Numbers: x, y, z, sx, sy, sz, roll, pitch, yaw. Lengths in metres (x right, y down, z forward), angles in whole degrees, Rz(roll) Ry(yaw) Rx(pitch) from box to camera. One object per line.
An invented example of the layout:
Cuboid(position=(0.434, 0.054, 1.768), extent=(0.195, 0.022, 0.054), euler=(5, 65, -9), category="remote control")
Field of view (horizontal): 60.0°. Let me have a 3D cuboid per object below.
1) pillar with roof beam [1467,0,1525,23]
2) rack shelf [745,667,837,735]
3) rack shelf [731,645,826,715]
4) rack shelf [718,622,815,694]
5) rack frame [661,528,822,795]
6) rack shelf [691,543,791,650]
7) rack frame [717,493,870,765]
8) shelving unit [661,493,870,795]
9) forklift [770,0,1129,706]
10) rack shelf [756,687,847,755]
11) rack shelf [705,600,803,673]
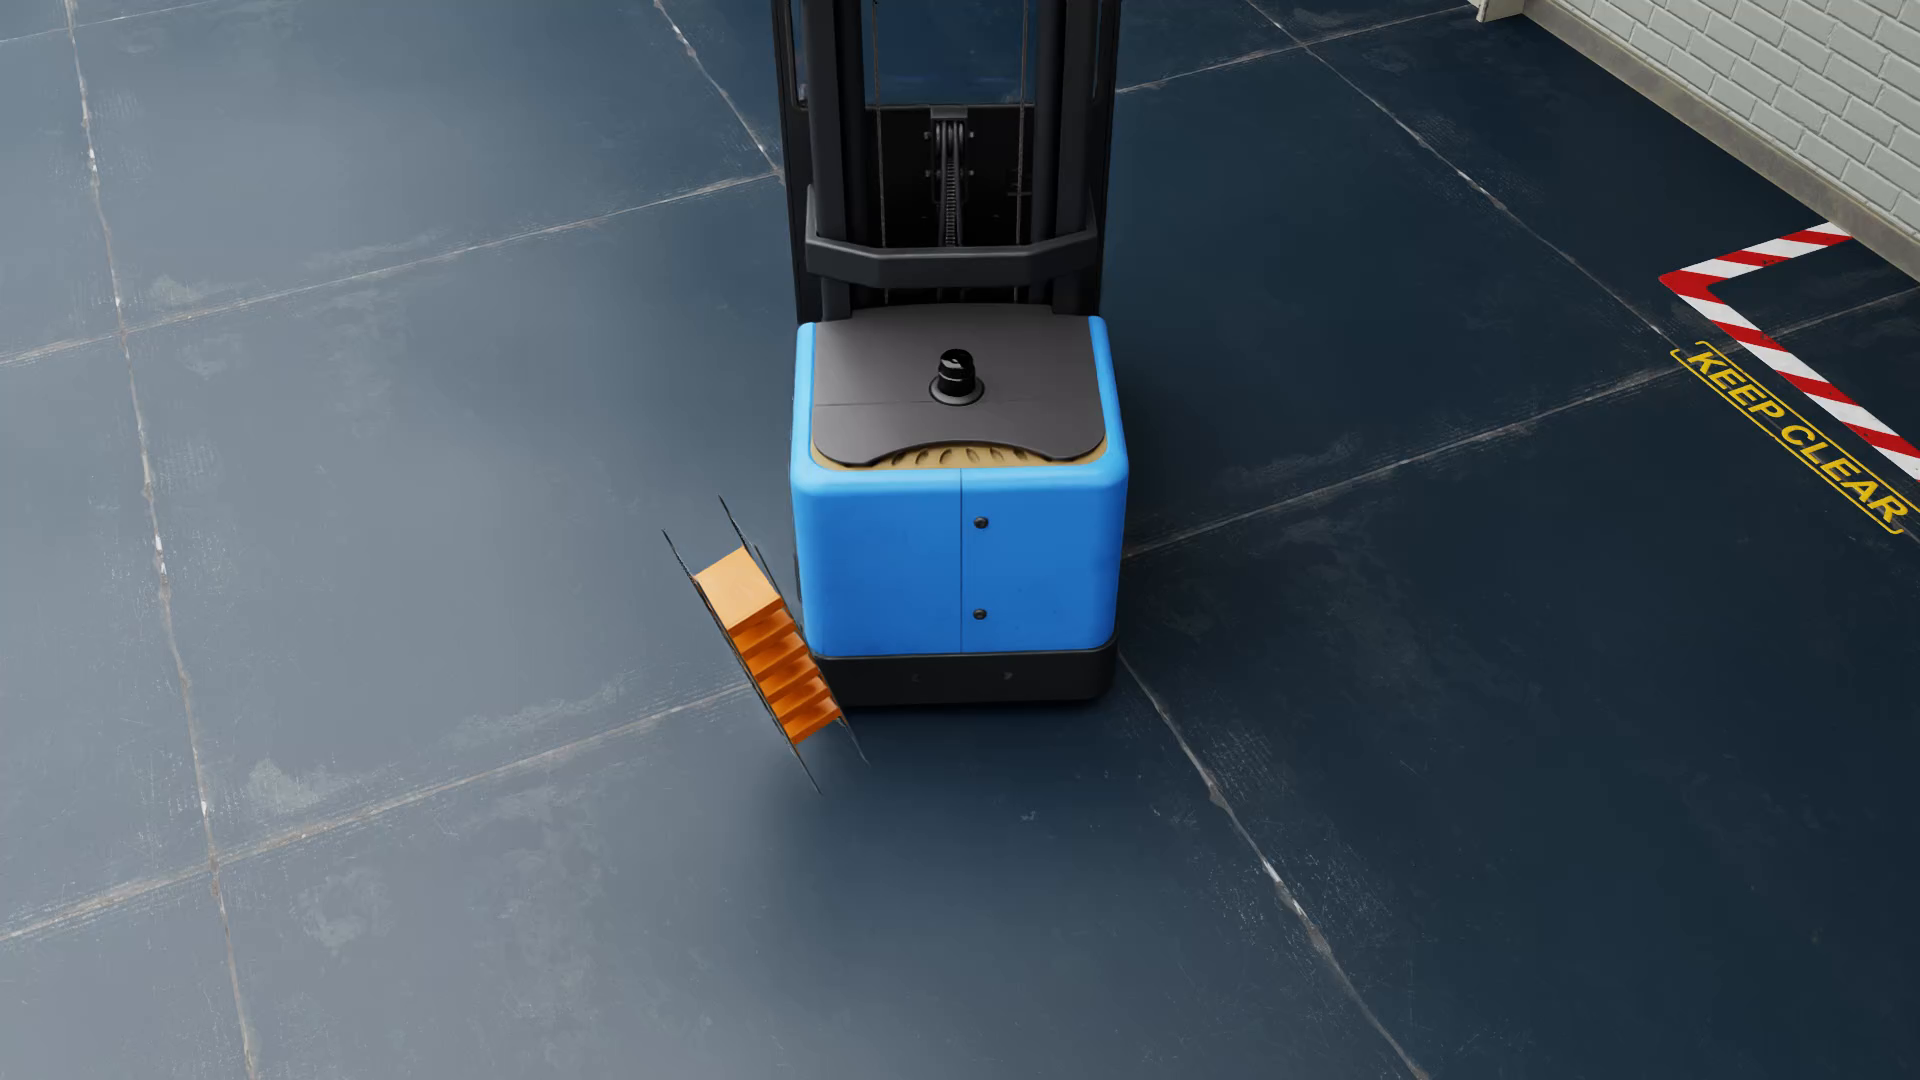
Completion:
Cuboid(position=(-0.986, -4.942, 4.851), extent=(9.100, 9.000, 0.400), euler=(-18, 47, -17), category="pillar with roof beam")
Cuboid(position=(-0.529, 0.449, 5.159), extent=(0.180, 0.103, 0.258), euler=(-32, 52, -10), category="rack shelf")
Cuboid(position=(-0.555, 0.377, 5.067), extent=(0.180, 0.103, 0.258), euler=(-32, 52, -10), category="rack shelf")
Cuboid(position=(-0.580, 0.305, 4.974), extent=(0.180, 0.103, 0.258), euler=(-32, 52, -10), category="rack shelf")
Cuboid(position=(-0.640, 0.399, 5.016), extent=(0.006, 1.200, 0.240), euler=(-32, 52, -10), category="rack frame")
Cuboid(position=(-0.632, 0.162, 4.789), extent=(0.180, 0.103, 0.258), euler=(-32, 52, -10), category="rack shelf")
Cuboid(position=(-0.488, 0.302, 5.049), extent=(0.006, 1.200, 0.240), euler=(-32, 52, -10), category="rack frame")
Cuboid(position=(-0.564, 0.350, 5.033), extent=(0.189, 1.200, 0.258), euler=(-32, 52, -10), category="shelving unit")
Cuboid(position=(-0.053, -1.507, 5.691), extent=(1.130, 2.935, 3.031), euler=(-2, 45, -2), category="forklift")
Cuboid(position=(-0.503, 0.521, 5.252), extent=(0.180, 0.103, 0.258), euler=(-32, 52, -10), category="rack shelf")
Cuboid(position=(-0.606, 0.233, 4.882), extent=(0.180, 0.103, 0.258), euler=(-32, 52, -10), category="rack shelf")
